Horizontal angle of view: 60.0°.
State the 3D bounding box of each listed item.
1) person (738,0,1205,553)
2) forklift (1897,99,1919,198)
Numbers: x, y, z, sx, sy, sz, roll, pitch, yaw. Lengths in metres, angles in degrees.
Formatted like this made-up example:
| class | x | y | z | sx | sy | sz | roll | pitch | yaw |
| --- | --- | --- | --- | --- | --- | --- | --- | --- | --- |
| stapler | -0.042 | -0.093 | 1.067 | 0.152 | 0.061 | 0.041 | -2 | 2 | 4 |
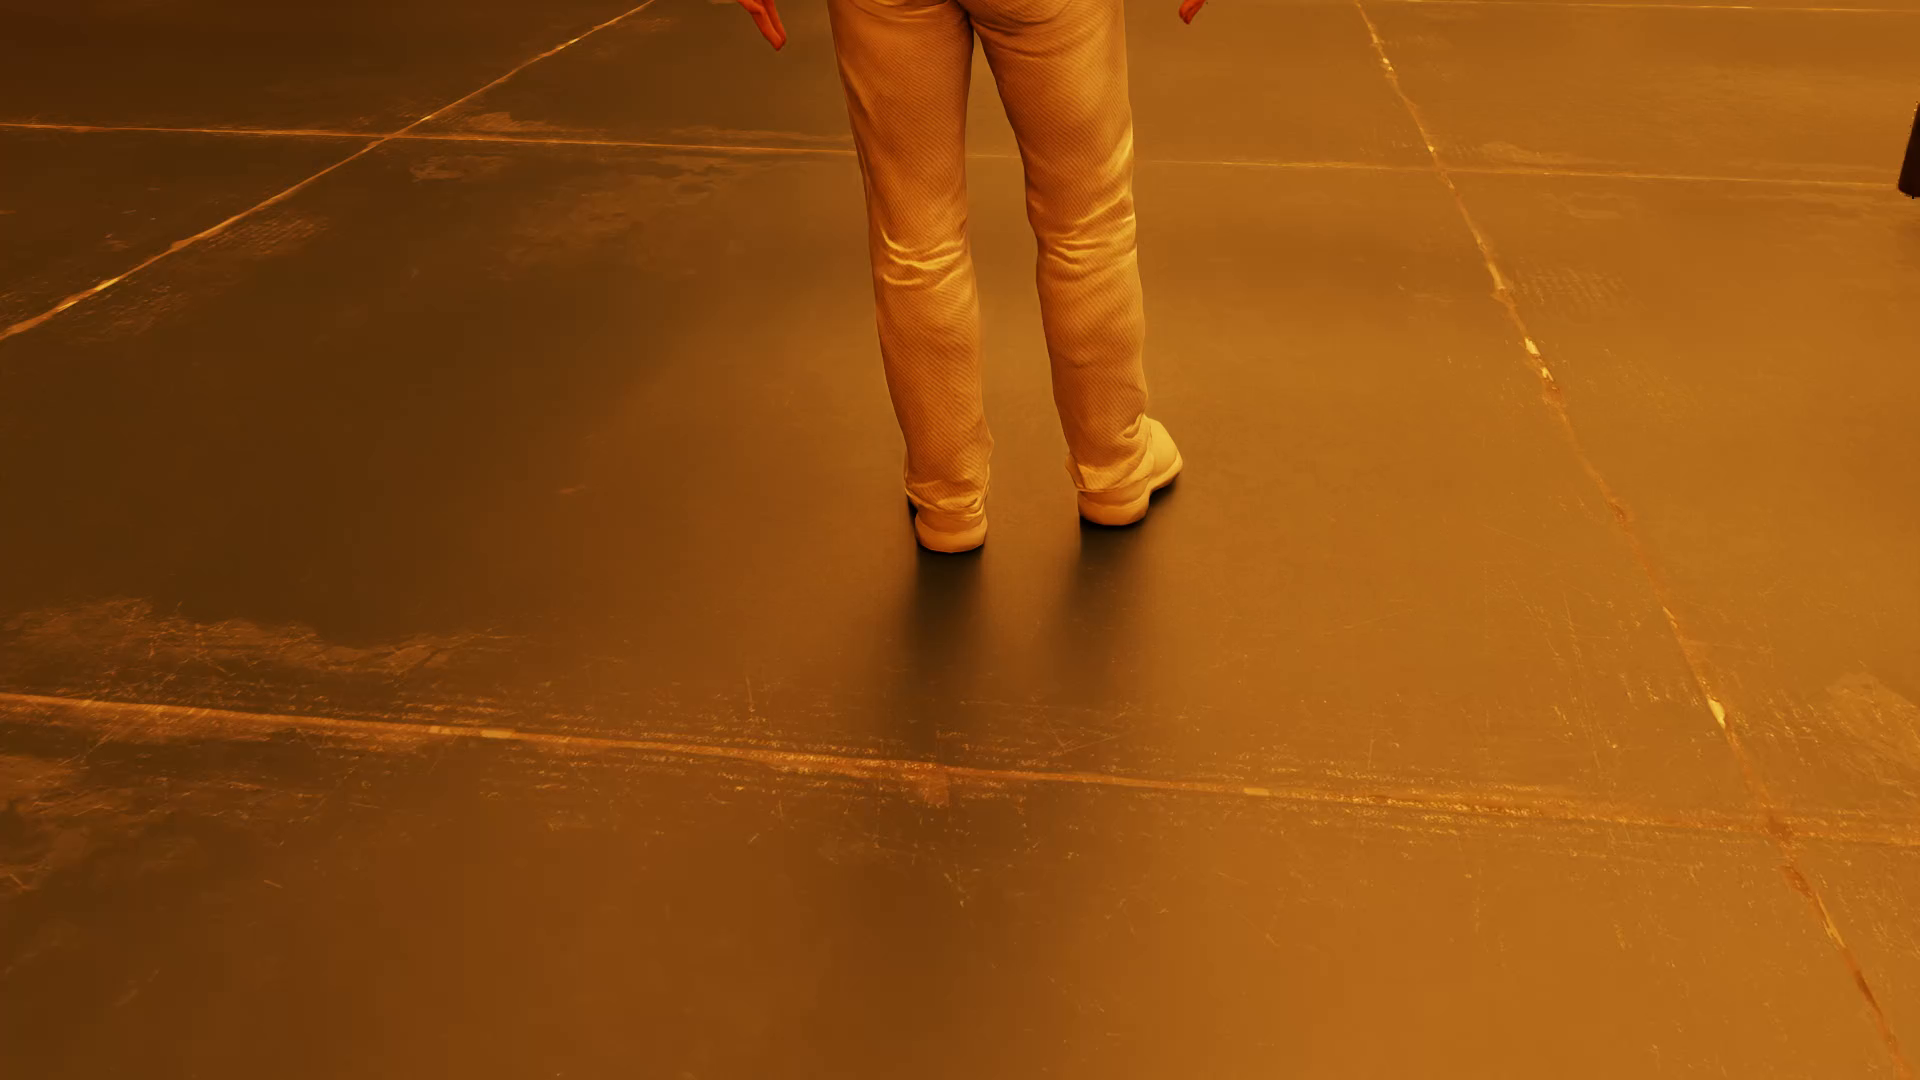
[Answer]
| class | x | y | z | sx | sy | sz | roll | pitch | yaw |
| --- | --- | --- | --- | --- | --- | --- | --- | --- | --- |
| person | 0.015 | -0.828 | 2.164 | 0.665 | 1.768 | 0.574 | 3 | 27 | 7 |
| forklift | 3.814 | -2.241 | 3.708 | 3.031 | 2.935 | 1.130 | -15 | 30 | -27 |
